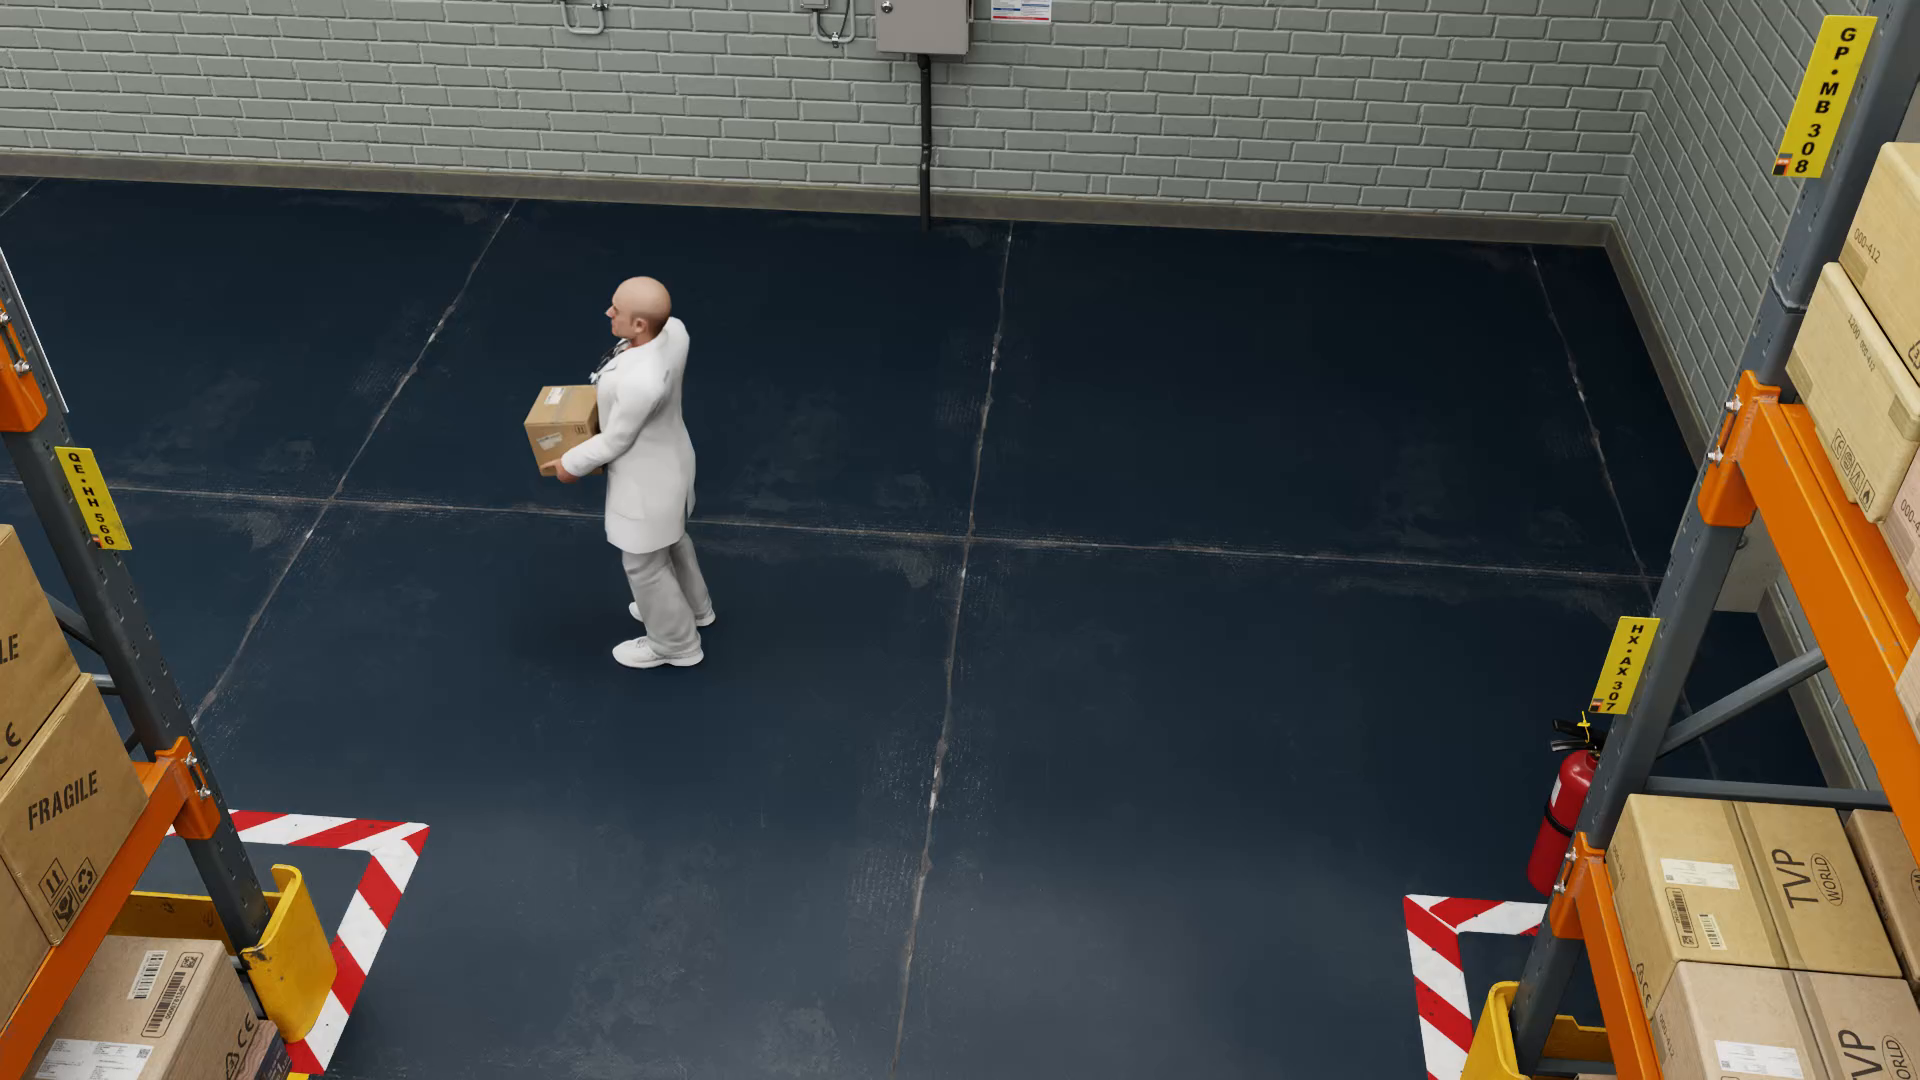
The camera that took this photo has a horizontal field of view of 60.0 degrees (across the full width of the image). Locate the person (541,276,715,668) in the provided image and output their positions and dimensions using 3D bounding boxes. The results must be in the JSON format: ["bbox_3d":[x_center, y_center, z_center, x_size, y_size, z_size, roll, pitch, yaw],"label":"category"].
[{"bbox_3d":[-1.310,-0.263,6.492,0.563,1.770,0.530,4,40,5],"label":"person"}]
